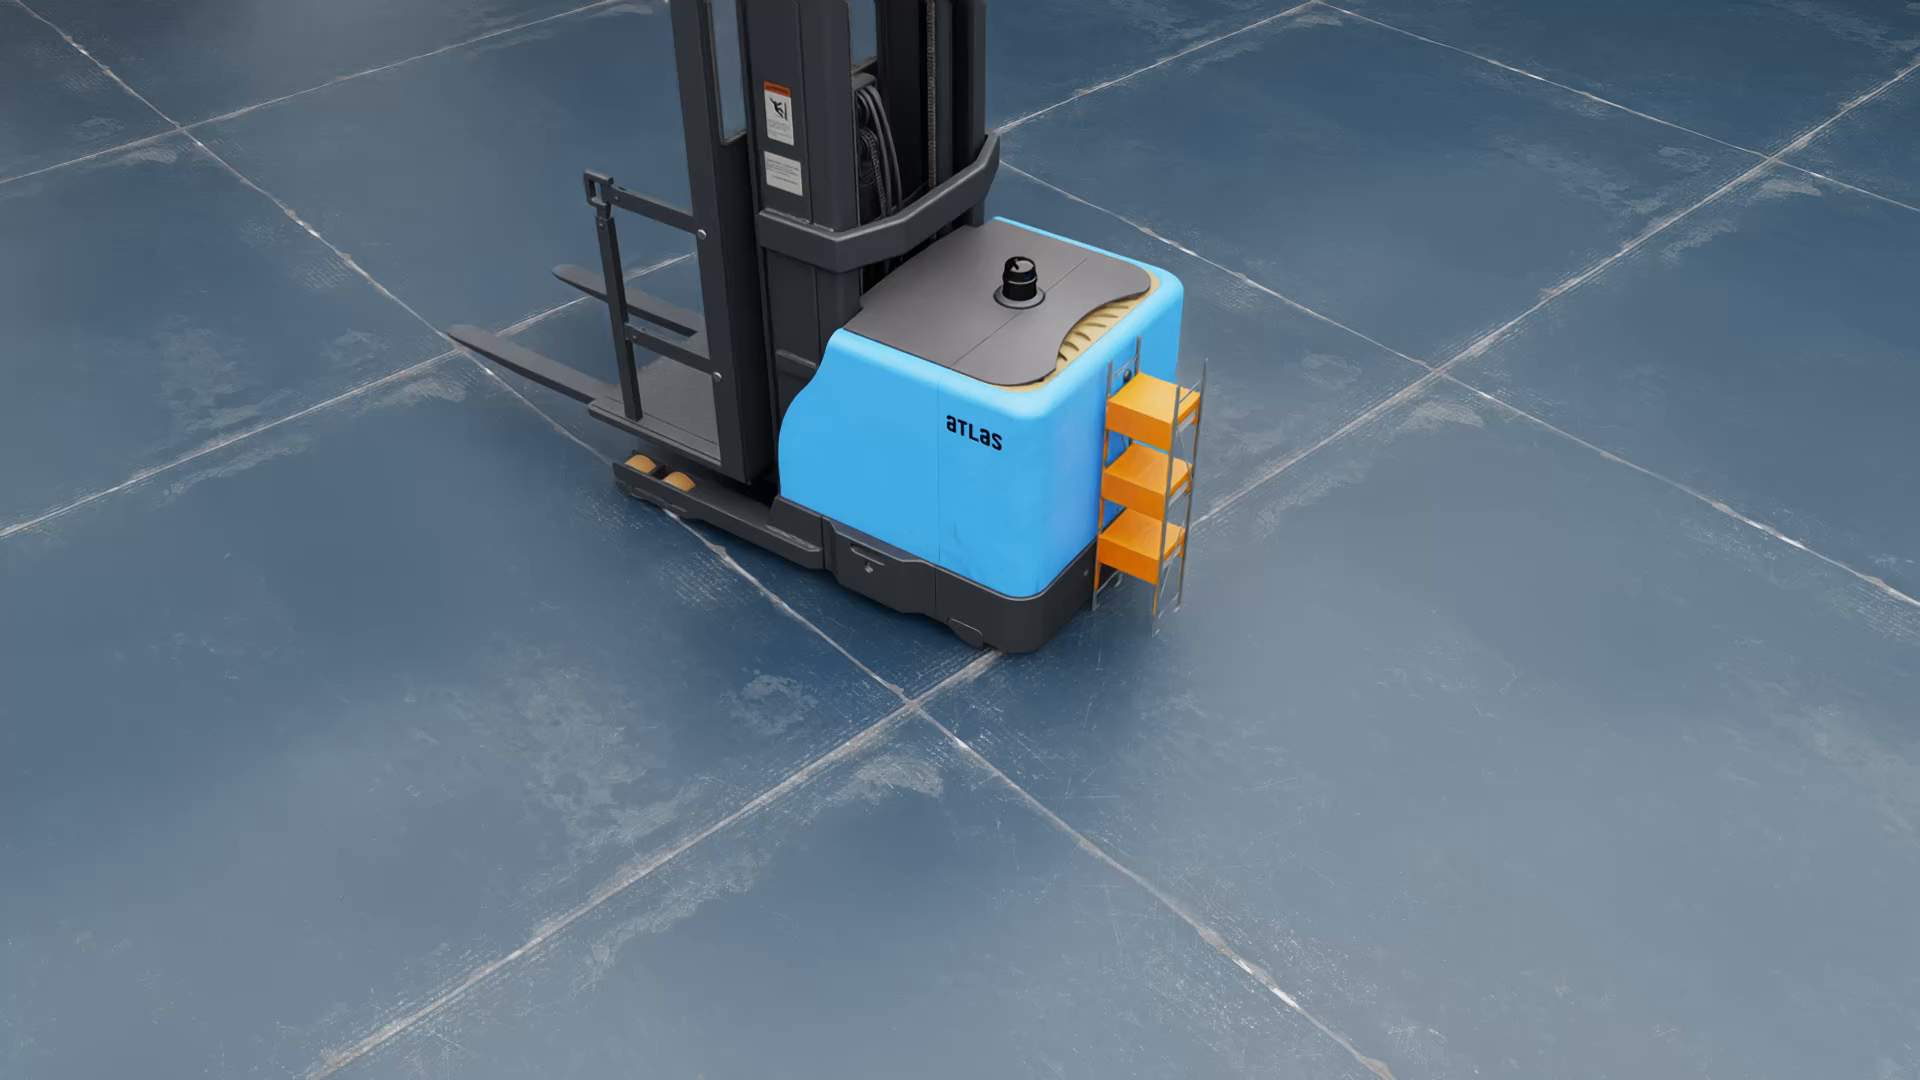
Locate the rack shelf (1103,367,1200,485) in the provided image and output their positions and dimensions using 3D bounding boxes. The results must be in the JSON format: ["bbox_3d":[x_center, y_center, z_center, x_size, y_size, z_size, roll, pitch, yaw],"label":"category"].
[{"bbox_3d":[0.631,-0.374,5.443,0.240,0.259,0.215,23,44,26],"label":"rack shelf"}]

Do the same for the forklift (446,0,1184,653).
[{"bbox_3d":[-0.725,-1.482,5.752,3.031,2.935,1.130,23,44,26],"label":"forklift"}]

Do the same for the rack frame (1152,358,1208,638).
[{"bbox_3d":[0.732,-0.119,5.561,0.008,1.050,0.200,23,44,26],"label":"rack frame"}]

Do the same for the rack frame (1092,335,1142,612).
[{"bbox_3d":[0.531,-0.205,5.669,0.008,1.050,0.200,23,44,26],"label":"rack frame"}]

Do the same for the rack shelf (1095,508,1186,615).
[{"bbox_3d":[0.631,0.063,5.796,0.240,0.259,0.215,23,44,26],"label":"rack shelf"}]

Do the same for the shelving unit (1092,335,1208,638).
[{"bbox_3d":[0.631,-0.162,5.615,0.252,1.050,0.215,23,44,26],"label":"shelving unit"}]

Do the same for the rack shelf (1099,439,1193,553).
[{"bbox_3d":[0.631,-0.154,5.622,0.240,0.259,0.215,23,44,26],"label":"rack shelf"}]
